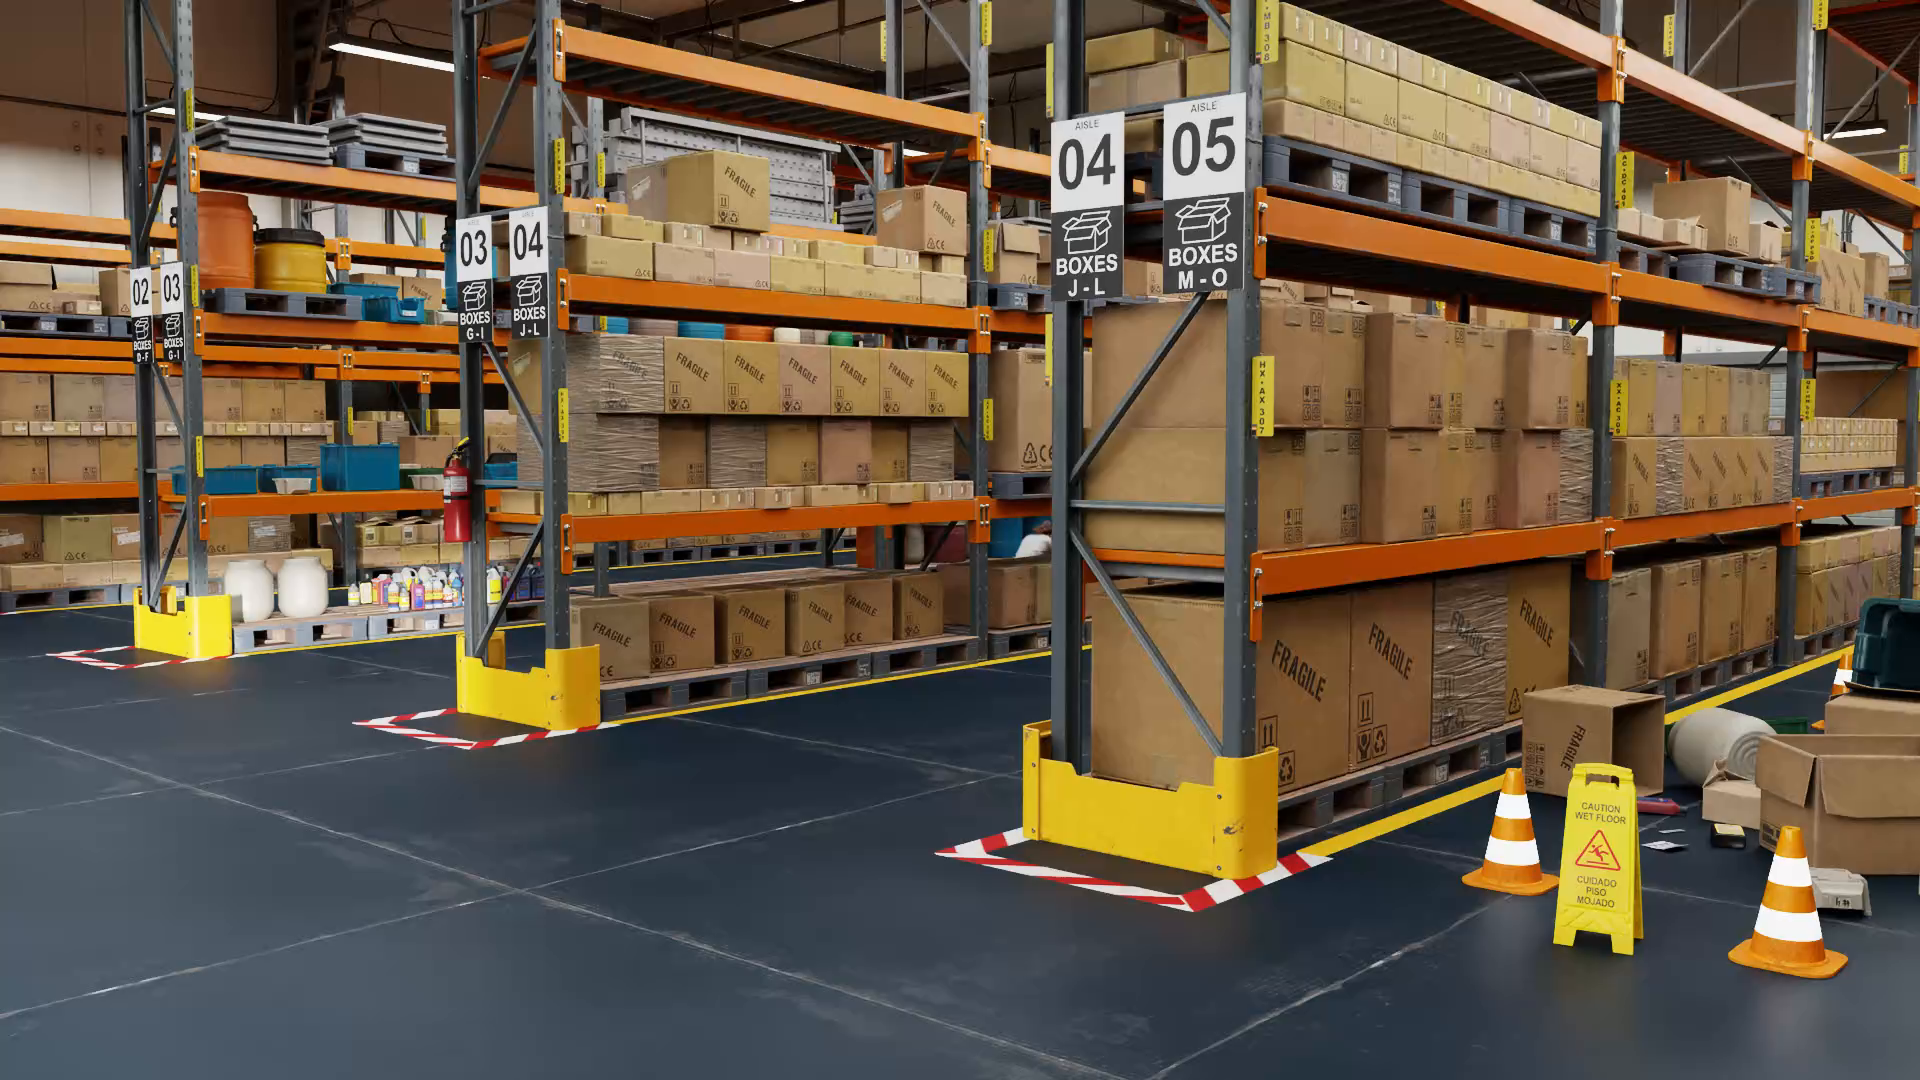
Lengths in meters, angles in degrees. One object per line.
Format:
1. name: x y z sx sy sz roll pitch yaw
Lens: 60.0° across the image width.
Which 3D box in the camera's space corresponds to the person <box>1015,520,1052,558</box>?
1. person: 0.804 0.285 16.755 0.468 0.951 0.811 3 5 40
